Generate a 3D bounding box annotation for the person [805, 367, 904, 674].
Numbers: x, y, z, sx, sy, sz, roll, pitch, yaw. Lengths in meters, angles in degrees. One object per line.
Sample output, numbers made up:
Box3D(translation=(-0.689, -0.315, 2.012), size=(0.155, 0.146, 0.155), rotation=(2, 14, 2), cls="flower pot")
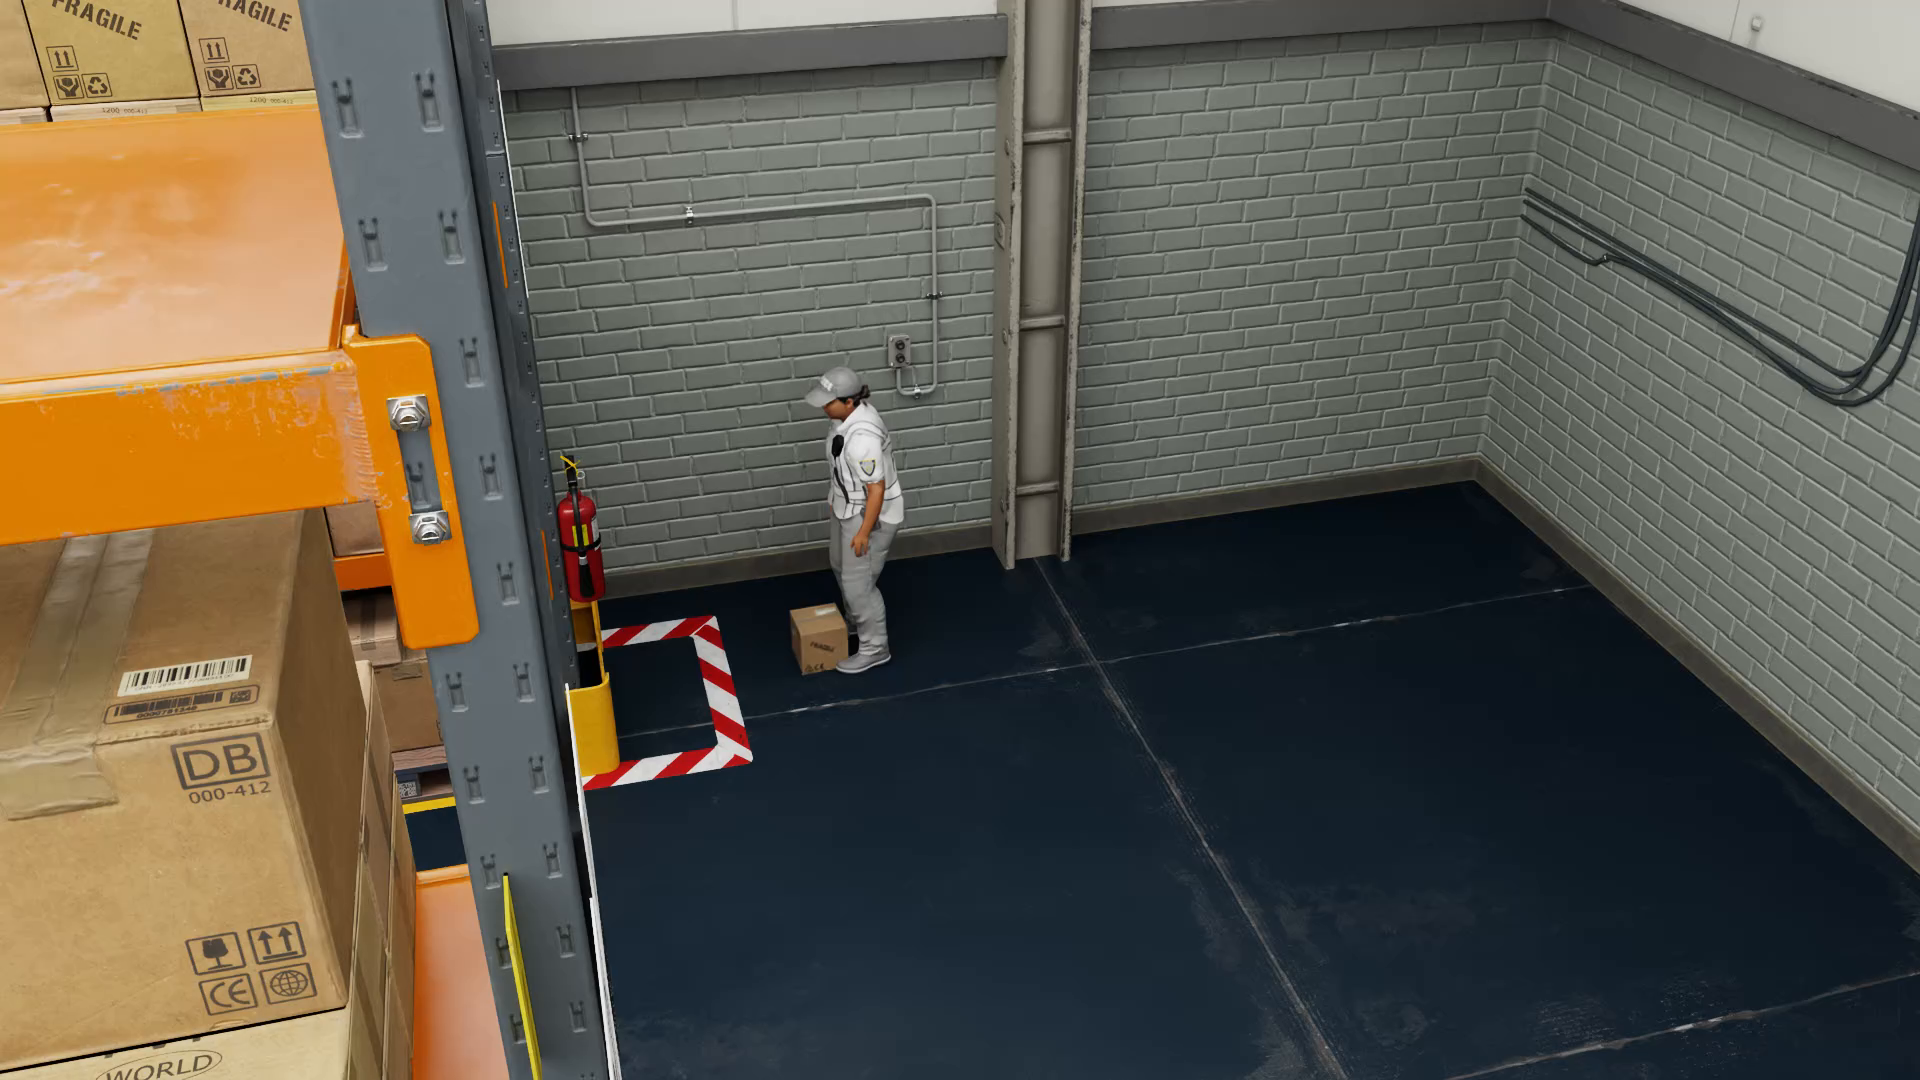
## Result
Box3D(translation=(-0.535, -0.130, 8.447), size=(0.463, 1.666, 0.539), rotation=(-9, 32, -15), cls="person")
